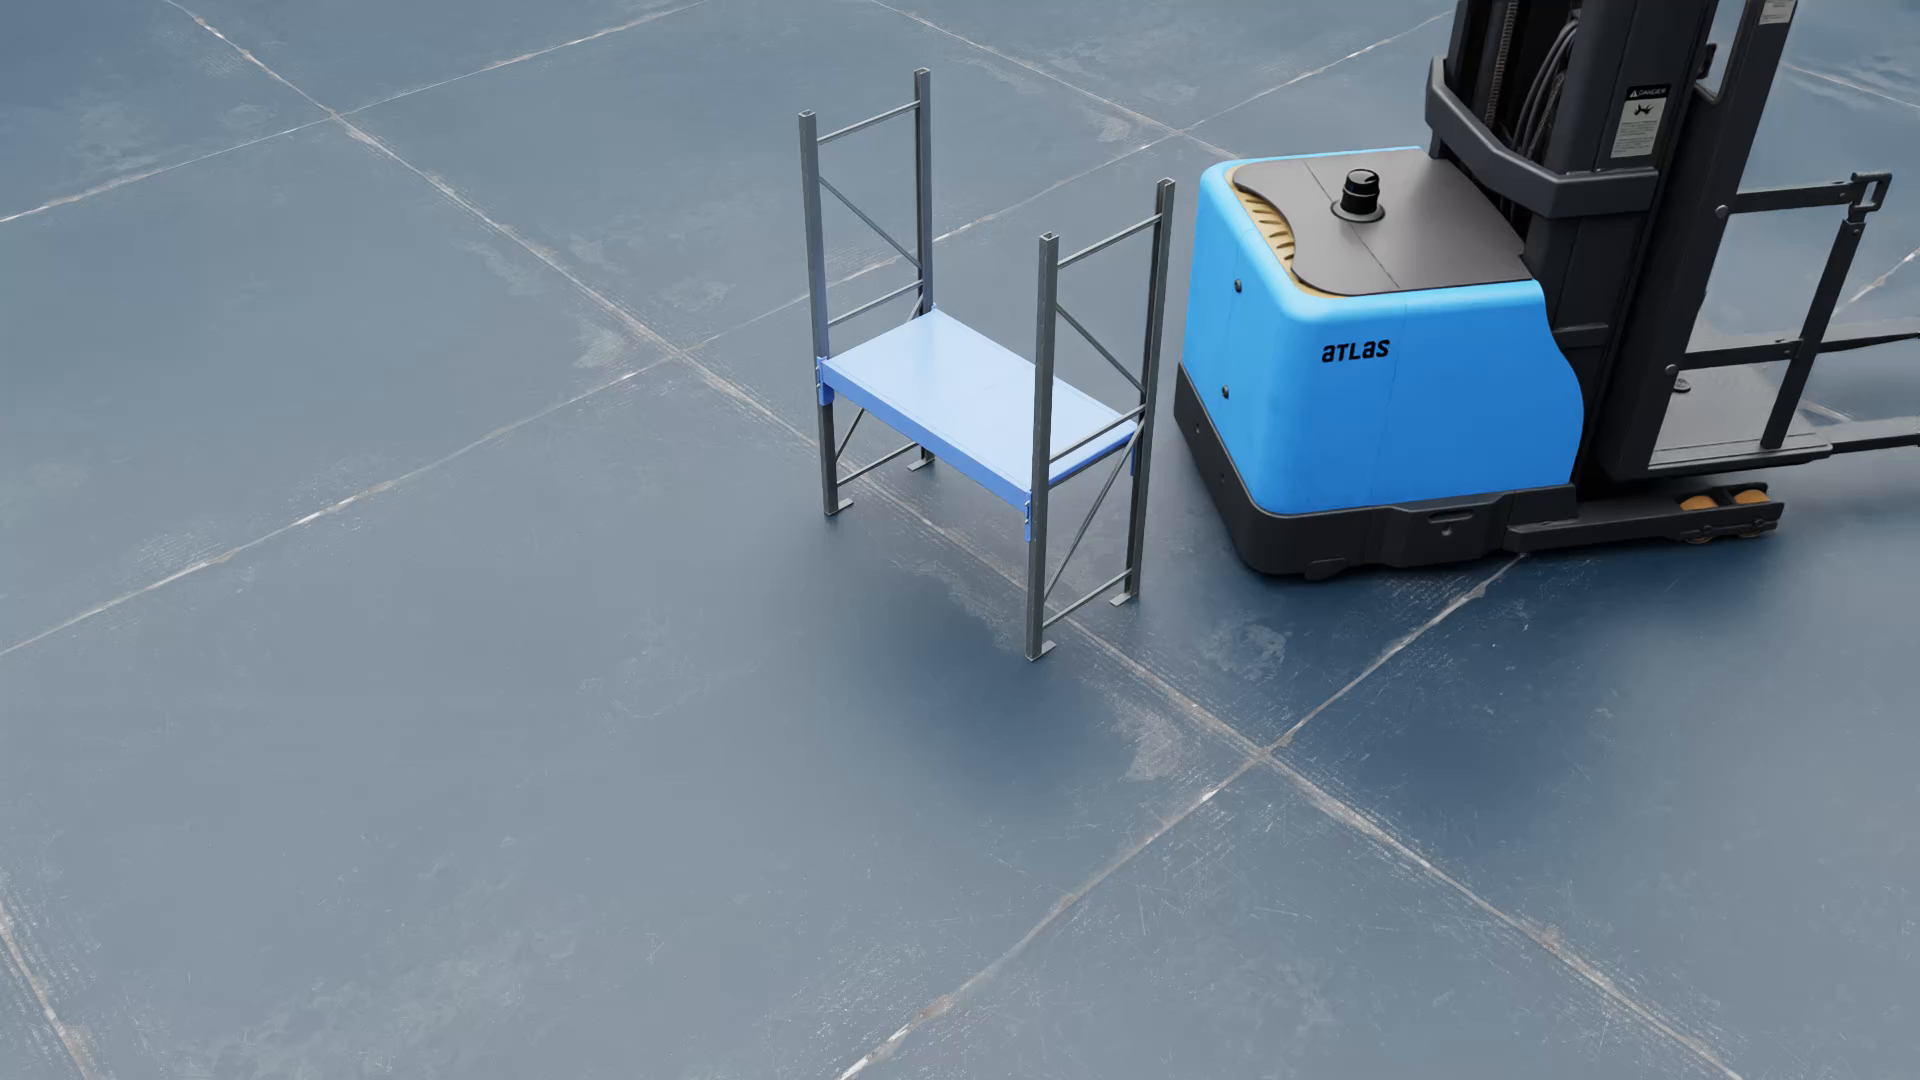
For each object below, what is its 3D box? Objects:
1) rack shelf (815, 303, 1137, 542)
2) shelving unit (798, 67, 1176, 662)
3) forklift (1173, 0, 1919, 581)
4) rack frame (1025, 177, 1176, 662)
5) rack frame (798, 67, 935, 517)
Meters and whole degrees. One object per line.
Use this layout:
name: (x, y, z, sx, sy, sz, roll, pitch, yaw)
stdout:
rack shelf: (0.058, -0.404, 5.343, 0.538, 0.185, 1.000, -30, 48, -32)
shelving unit: (0.058, -0.544, 5.230, 0.538, 1.500, 1.048, -30, 48, -32)
forklift: (2.364, -1.449, 5.211, 3.031, 2.935, 1.130, -6, 39, -8)
rack frame: (0.402, -0.309, 4.939, 0.500, 1.500, 0.032, -30, 48, -32)
rack frame: (-0.286, -0.779, 5.521, 0.500, 1.500, 0.032, -30, 48, -32)
